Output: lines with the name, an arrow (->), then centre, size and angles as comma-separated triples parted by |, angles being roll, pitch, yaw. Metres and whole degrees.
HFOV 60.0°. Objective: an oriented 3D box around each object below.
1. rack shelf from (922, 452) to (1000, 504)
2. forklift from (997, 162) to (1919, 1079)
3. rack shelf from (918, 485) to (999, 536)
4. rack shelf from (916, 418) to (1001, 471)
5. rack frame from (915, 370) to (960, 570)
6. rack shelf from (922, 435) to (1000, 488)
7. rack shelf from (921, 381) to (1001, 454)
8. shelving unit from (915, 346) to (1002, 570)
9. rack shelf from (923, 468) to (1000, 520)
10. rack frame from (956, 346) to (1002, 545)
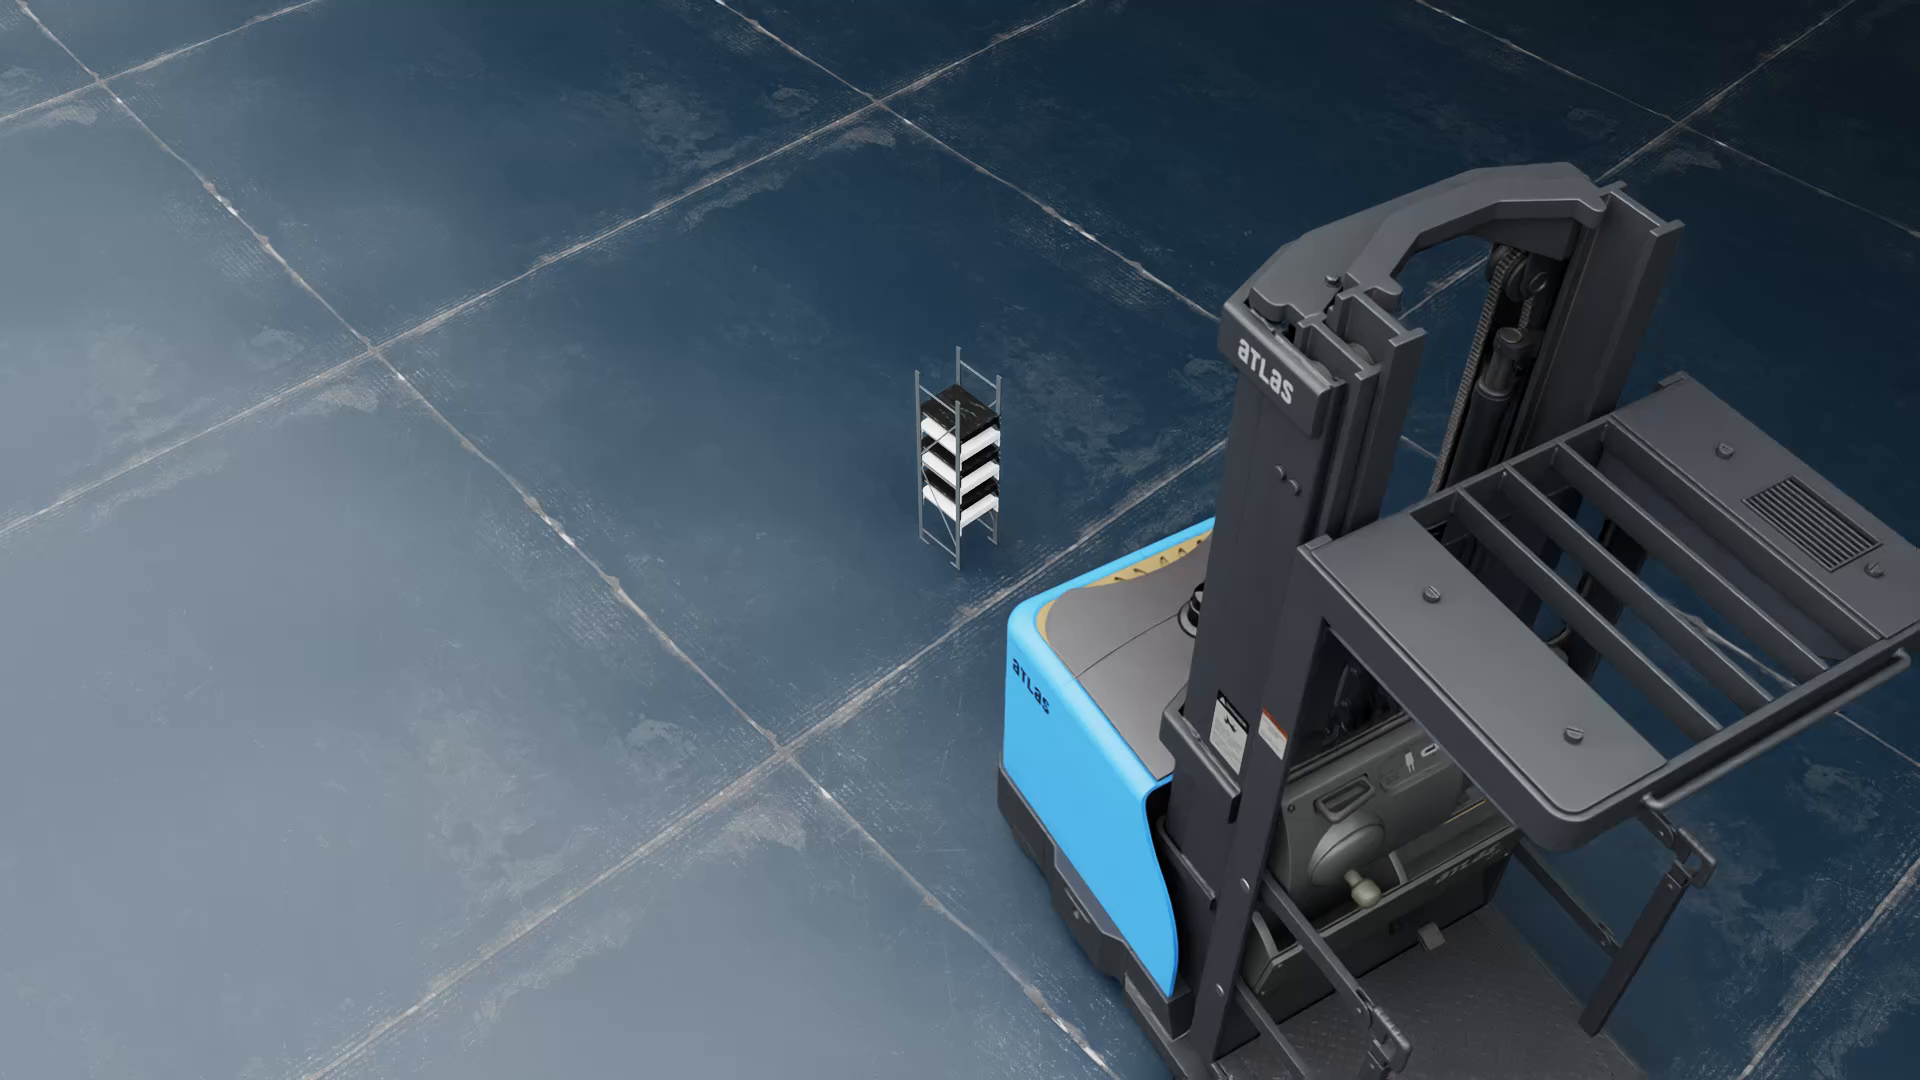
rack shelf -> -0.006, -0.279, 6.440 | 0.200, 0.077, 0.258 | -34, 56, -27
forklift -> 1.301, 0.708, 4.103 | 1.130, 2.935, 3.031 | -23, 51, -20
rack shelf -> -0.006, -0.156, 6.572 | 0.200, 0.077, 0.258 | -34, 56, -27
rack shelf -> -0.006, -0.401, 6.308 | 0.200, 0.077, 0.258 | -34, 56, -27
rack frame -> -0.081, -0.251, 6.369 | 0.006, 0.900, 0.240 | -34, 56, -27
rack shelf -> -0.006, -0.340, 6.374 | 0.200, 0.077, 0.258 | -34, 56, -27
rack shelf -> -0.006, -0.462, 6.242 | 0.200, 0.077, 0.258 | -34, 56, -27
shelving unit -> -0.006, -0.301, 6.416 | 0.210, 0.900, 0.258 | -34, 56, -27
rack shelf -> -0.006, -0.218, 6.506 | 0.200, 0.077, 0.258 | -34, 56, -27
rack frame -> 0.069, -0.351, 6.462 | 0.006, 0.900, 0.240 | -34, 56, -27
